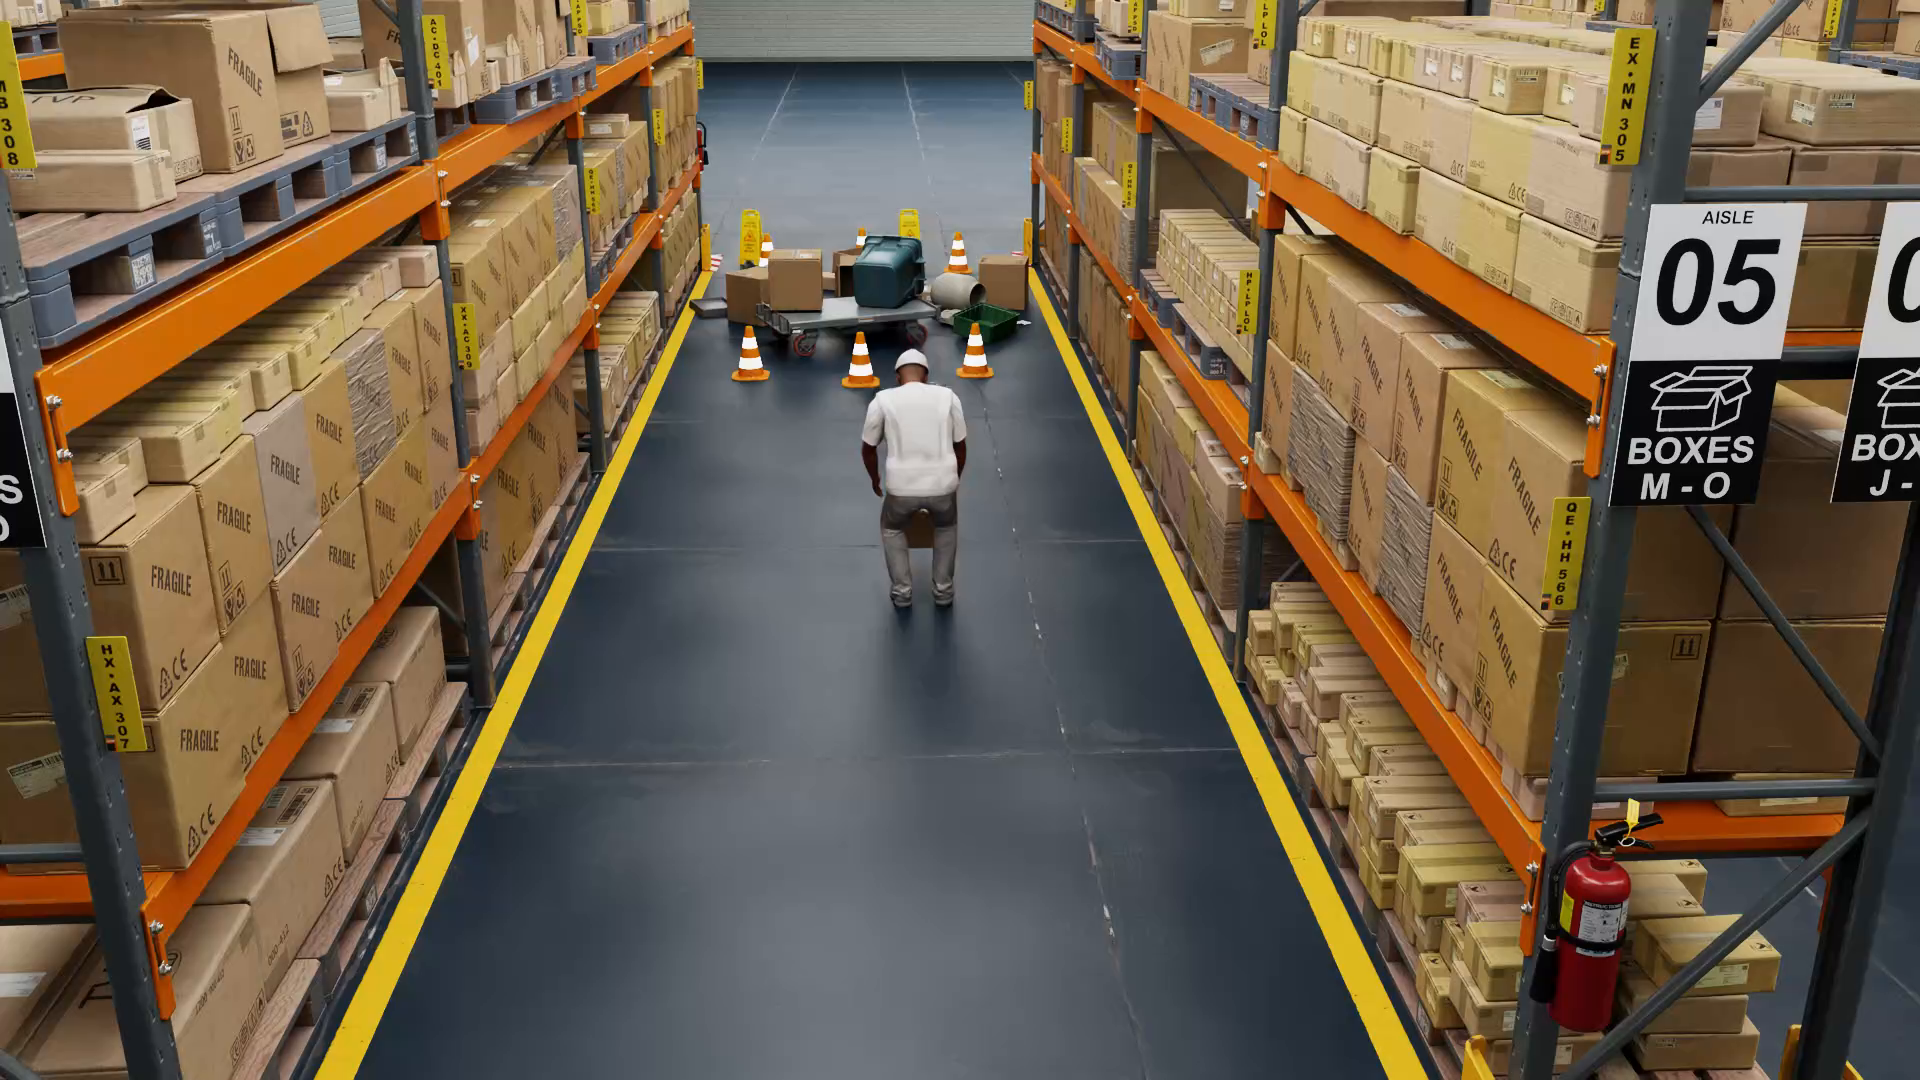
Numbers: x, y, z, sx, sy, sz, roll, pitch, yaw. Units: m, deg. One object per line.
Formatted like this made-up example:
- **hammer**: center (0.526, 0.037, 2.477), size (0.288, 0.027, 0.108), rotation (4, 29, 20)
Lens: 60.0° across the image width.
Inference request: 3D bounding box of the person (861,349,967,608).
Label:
- **person**: center (-0.270, -0.356, 9.905), size (0.629, 1.490, 0.703), rotation (-1, 20, -3)
